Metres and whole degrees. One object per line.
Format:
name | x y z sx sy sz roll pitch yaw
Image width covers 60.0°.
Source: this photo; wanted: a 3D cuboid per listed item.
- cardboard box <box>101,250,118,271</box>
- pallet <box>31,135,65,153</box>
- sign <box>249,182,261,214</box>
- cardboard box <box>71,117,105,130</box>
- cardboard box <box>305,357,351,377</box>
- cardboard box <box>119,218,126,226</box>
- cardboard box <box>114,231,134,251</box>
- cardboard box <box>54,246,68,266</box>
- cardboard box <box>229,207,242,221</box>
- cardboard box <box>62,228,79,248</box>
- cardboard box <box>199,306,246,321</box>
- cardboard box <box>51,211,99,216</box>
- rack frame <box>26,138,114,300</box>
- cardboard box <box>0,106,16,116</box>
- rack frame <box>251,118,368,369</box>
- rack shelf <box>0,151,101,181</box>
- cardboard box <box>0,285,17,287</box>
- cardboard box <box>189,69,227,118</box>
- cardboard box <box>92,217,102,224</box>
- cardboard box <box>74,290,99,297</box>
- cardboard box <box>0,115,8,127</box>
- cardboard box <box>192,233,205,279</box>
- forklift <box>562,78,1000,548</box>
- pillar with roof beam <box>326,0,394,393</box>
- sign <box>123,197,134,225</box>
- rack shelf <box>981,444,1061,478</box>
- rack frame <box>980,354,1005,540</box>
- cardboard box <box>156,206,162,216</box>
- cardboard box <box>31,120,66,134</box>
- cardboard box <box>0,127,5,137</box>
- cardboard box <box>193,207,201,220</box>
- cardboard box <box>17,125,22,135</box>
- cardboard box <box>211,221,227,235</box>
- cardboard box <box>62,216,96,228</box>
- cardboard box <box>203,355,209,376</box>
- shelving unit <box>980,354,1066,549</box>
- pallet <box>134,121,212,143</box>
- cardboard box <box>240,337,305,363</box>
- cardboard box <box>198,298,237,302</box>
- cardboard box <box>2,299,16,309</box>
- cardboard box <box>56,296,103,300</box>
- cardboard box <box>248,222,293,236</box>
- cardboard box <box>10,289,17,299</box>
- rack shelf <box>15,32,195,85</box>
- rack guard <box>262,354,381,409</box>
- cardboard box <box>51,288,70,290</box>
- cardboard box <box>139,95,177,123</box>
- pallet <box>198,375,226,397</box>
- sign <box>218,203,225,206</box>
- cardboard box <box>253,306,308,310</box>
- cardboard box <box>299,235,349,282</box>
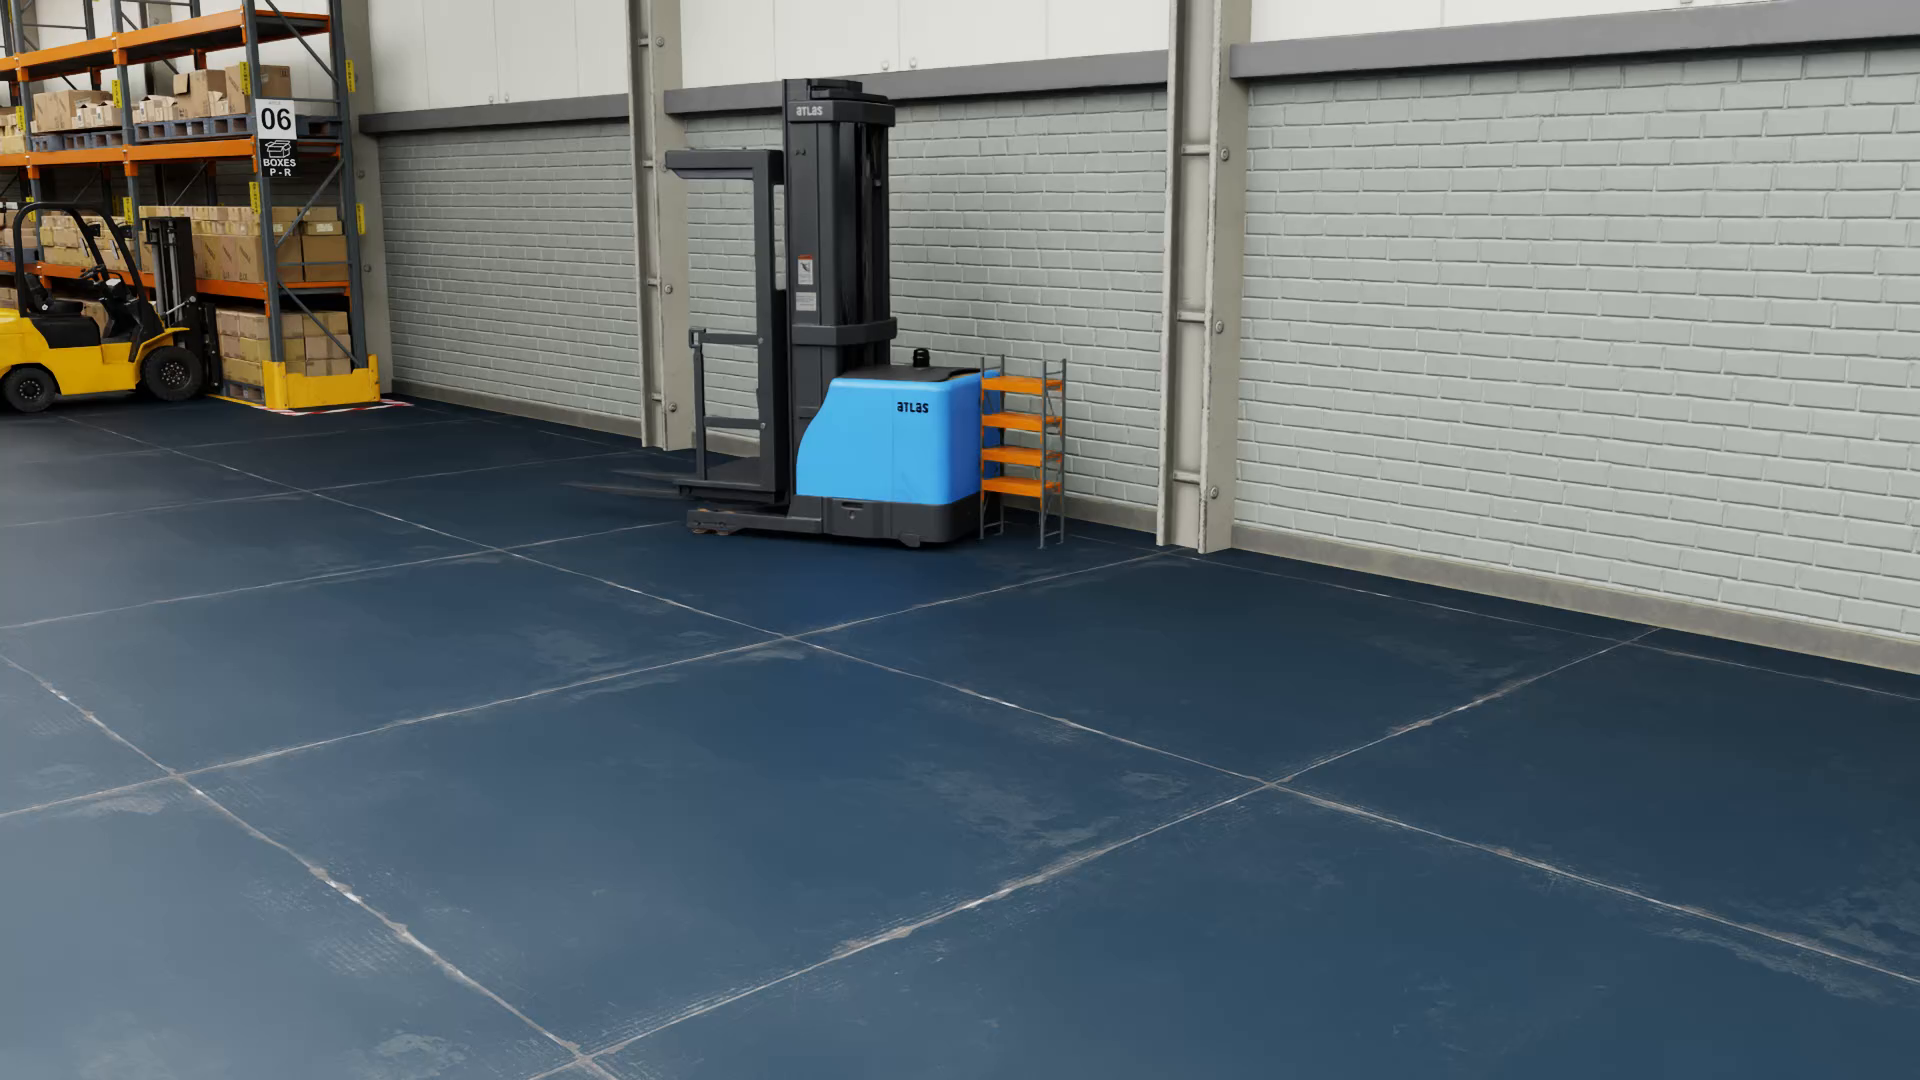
cardboard box | -10.593 -3.577 21.212 0.500 0.250 0.500 -11 16 -43
pallet | -11.934 -5.415 22.794 1.213 0.211 1.003 -10 15 -40
sign | -7.344 -3.567 17.333 0.100 0.325 0.005 -11 16 -43
cardboard box | -11.216 -5.372 21.455 0.380 0.149 0.250 -11 16 -43
cardboard box | -7.140 -1.915 18.547 0.500 0.250 0.500 -11 16 -42
cardboard box | -10.292 -3.962 20.852 0.380 0.149 0.250 -11 16 -43
cardboard box | -10.229 -3.748 20.804 0.500 0.250 0.500 -11 16 -44
cardboard box | -11.993 -3.878 22.674 0.500 0.250 0.500 -11 16 -44
cardboard box | -7.735 -3.559 18.158 0.380 0.149 0.250 -10 16 -41
cardboard box | -11.644 -4.045 22.245 0.500 0.250 0.500 11 16 44
cardboard box | -8.543 -2.551 19.153 0.500 0.250 0.500 -11 16 -44
cardboard box | -12.709 -4.476 23.916 0.500 0.500 0.500 -10 15 -40
rack frame | -12.467 -4.125 23.498 1.000 3.000 0.127 -11 16 -43
cardboard box | -14.762 -6.589 25.595 0.396 0.266 0.258 -11 16 -43
rack frame | -6.942 -2.957 17.831 1.000 3.000 0.127 -11 16 -43
rack shelf | -13.848 -5.533 24.685 1.077 0.370 4.000 -11 16 -43
cardboard box | -14.741 -3.853 25.724 0.250 0.149 0.380 11 16 42
cardboard box | -8.059 -4.924 18.408 0.700 0.500 0.500 -11 16 -42
cardboard box | -11.005 -4.109 21.566 0.380 0.149 0.250 -11 16 -42
cardboard box | -12.766 -3.586 24.429 0.380 0.149 0.250 -10 15 -41
cardboard box | -13.638 -6.023 23.926 0.380 0.149 0.250 -11 16 -44
cardboard box | -8.533 -3.265 19.077 0.500 0.500 0.500 -11 16 -42
forklift | -1.282 -1.556 11.201 3.031 2.935 1.130 5 13 22
pillar with roof beam | -9.885 -5.523 15.417 9.100 9.000 0.400 -11 16 -43
sign | -10.090 -3.992 20.182 0.100 0.325 0.005 -11 16 -43
rack shelf | 0.404 -0.512 10.755 0.480 0.148 0.258 9 15 37
rack frame | 0.212 -0.608 10.889 0.015 1.200 0.240 9 15 37
cardboard box | -9.440 -3.942 20.020 0.380 0.149 0.250 -11 16 -42
cardboard box | -12.446 -5.641 22.714 0.380 0.166 0.250 -11 16 -43
cardboard box | -13.756 -5.925 24.188 0.380 0.149 0.250 -10 15 -41
cardboard box | -8.567 -3.755 19.109 0.380 0.149 0.250 -11 16 -42
cardboard box | -13.051 -5.774 23.456 0.250 0.149 0.380 11 16 44
cardboard box | -8.099 -3.485 18.539 0.250 0.149 0.380 11 16 43
cardboard box | -11.889 -4.295 22.468 0.380 0.149 0.250 -11 16 -42
cardboard box | -8.546 -2.062 19.257 0.500 0.250 0.500 -10 15 -41
shelving unit | 0.404 -0.578 10.741 0.503 1.200 0.258 9 15 37
pallet | -9.097 -4.846 19.784 1.003 0.211 1.213 -11 16 -43
cardboard box | -7.504 -2.088 18.149 0.500 0.250 0.500 -11 16 -43
cardboard box | -9.225 -2.845 20.581 0.500 0.250 0.500 -10 16 -41
cardboard box | -13.988 -3.362 24.948 0.500 0.500 0.500 11 16 43
cardboard box | -12.046 -3.074 23.244 0.875 0.625 0.625 -10 15 -41
cardboard box | -7.384 -3.335 17.812 0.380 0.149 0.250 -11 16 -42
cardboard box | -14.019 -3.701 24.988 0.380 0.149 0.250 -11 16 -42
rack shelf | -11.086 -6.223 21.589 1.077 0.370 4.000 -11 16 -43
rack guard | -6.926 -1.729 18.067 1.175 0.500 0.348 -11 16 -43
cardboard box | -13.533 -3.725 25.103 0.380 0.149 0.250 -11 16 -42
cardboard box | -9.306 -5.066 19.565 0.500 0.311 0.500 -10 16 -41
pallet | -8.339 -1.875 19.490 1.003 0.211 1.213 -11 16 -43
sign | -9.304 -4.081 20.946 0.100 0.325 0.005 -11 16 -43
cardboard box | -7.823 -2.549 19.147 0.500 0.250 0.500 -11 16 -43
cardboard box | -7.083 -3.117 18.360 0.500 0.500 0.500 -10 15 -41
